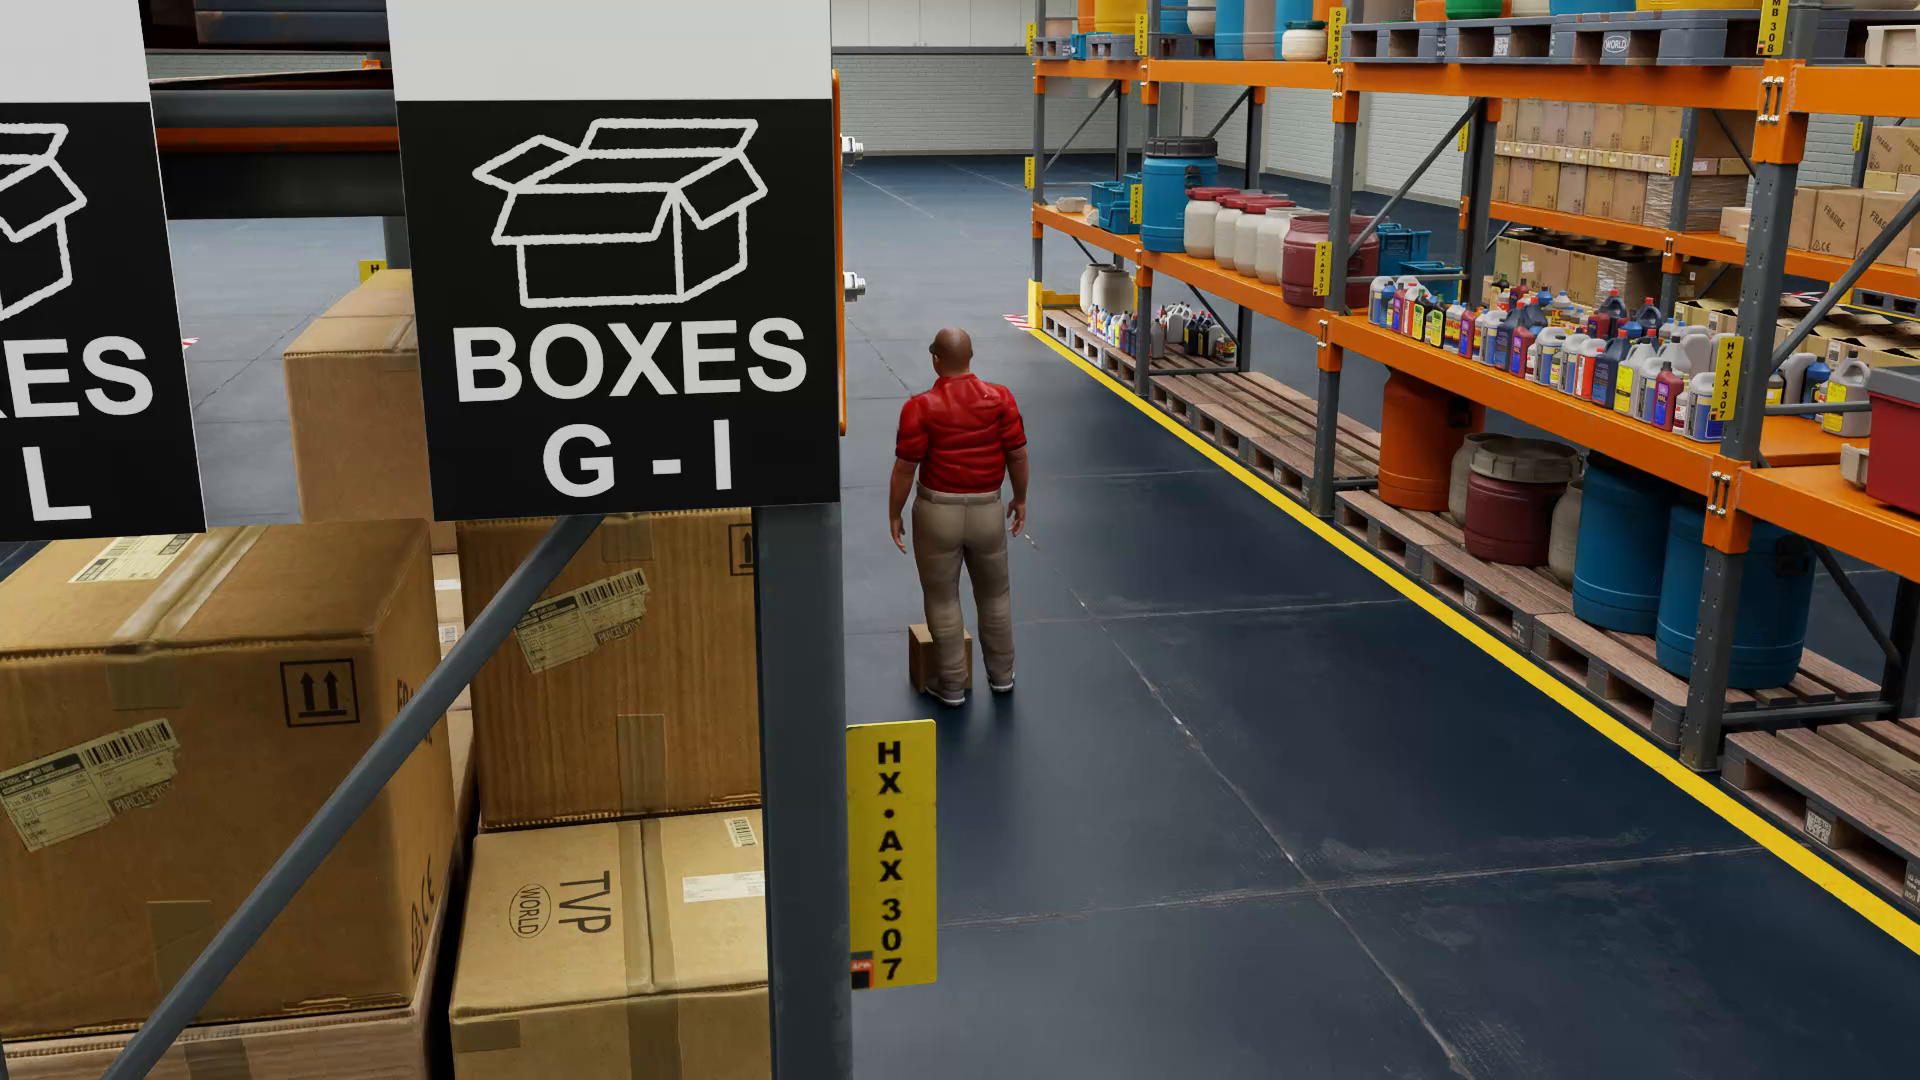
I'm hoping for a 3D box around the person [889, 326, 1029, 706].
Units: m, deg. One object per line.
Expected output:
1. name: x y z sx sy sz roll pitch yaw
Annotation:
1. person: -0.018 -0.116 7.428 0.641 1.728 0.550 -4 17 -12
